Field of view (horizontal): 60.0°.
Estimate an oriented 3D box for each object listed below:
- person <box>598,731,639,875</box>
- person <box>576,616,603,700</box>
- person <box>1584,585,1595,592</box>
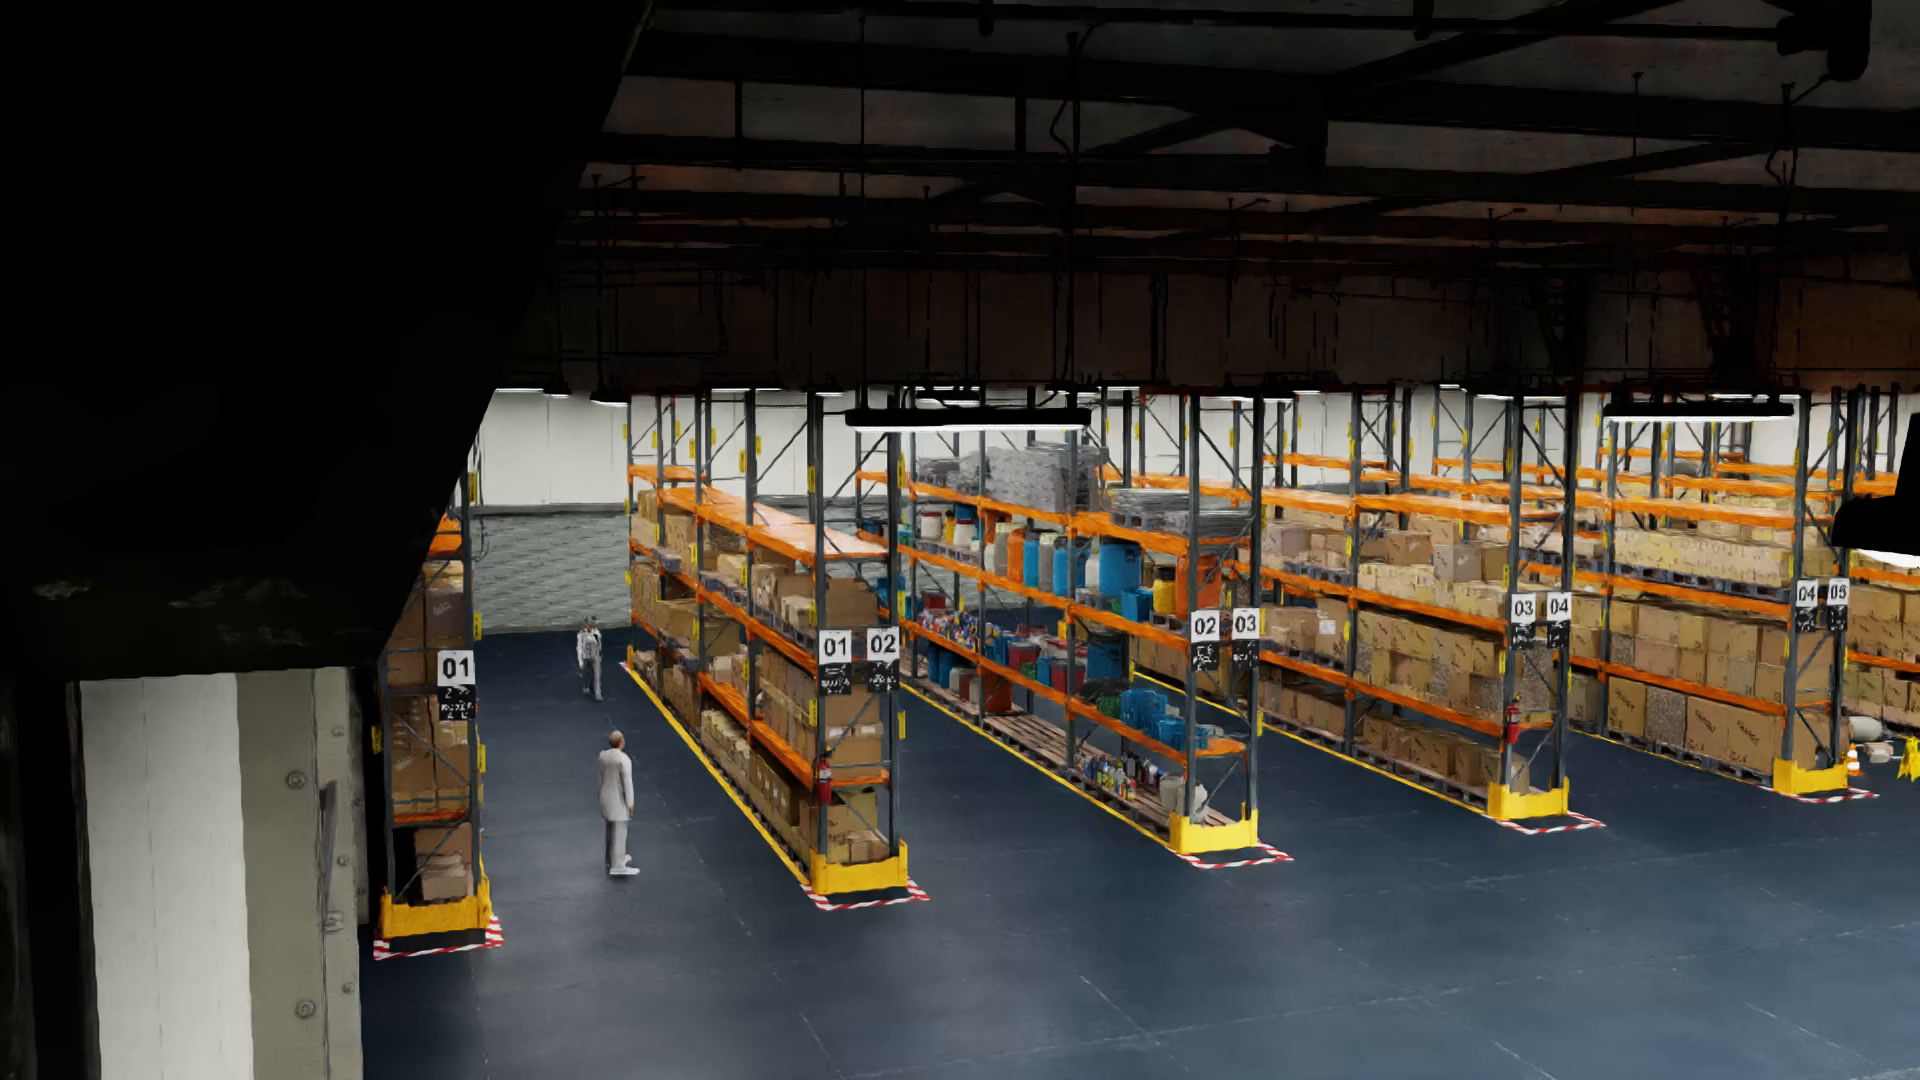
[{"bbox_3d":[-4.270,3.271,20.900,0.656,1.788,0.520,5,8,42],"label":"person"},{"bbox_3d":[-7.098,2.233,31.873,0.495,1.589,1.086,-2,6,-16],"label":"person"},{"bbox_3d":[13.142,1.831,34.869,0.584,1.782,0.678,0,6,2],"label":"person"}]
